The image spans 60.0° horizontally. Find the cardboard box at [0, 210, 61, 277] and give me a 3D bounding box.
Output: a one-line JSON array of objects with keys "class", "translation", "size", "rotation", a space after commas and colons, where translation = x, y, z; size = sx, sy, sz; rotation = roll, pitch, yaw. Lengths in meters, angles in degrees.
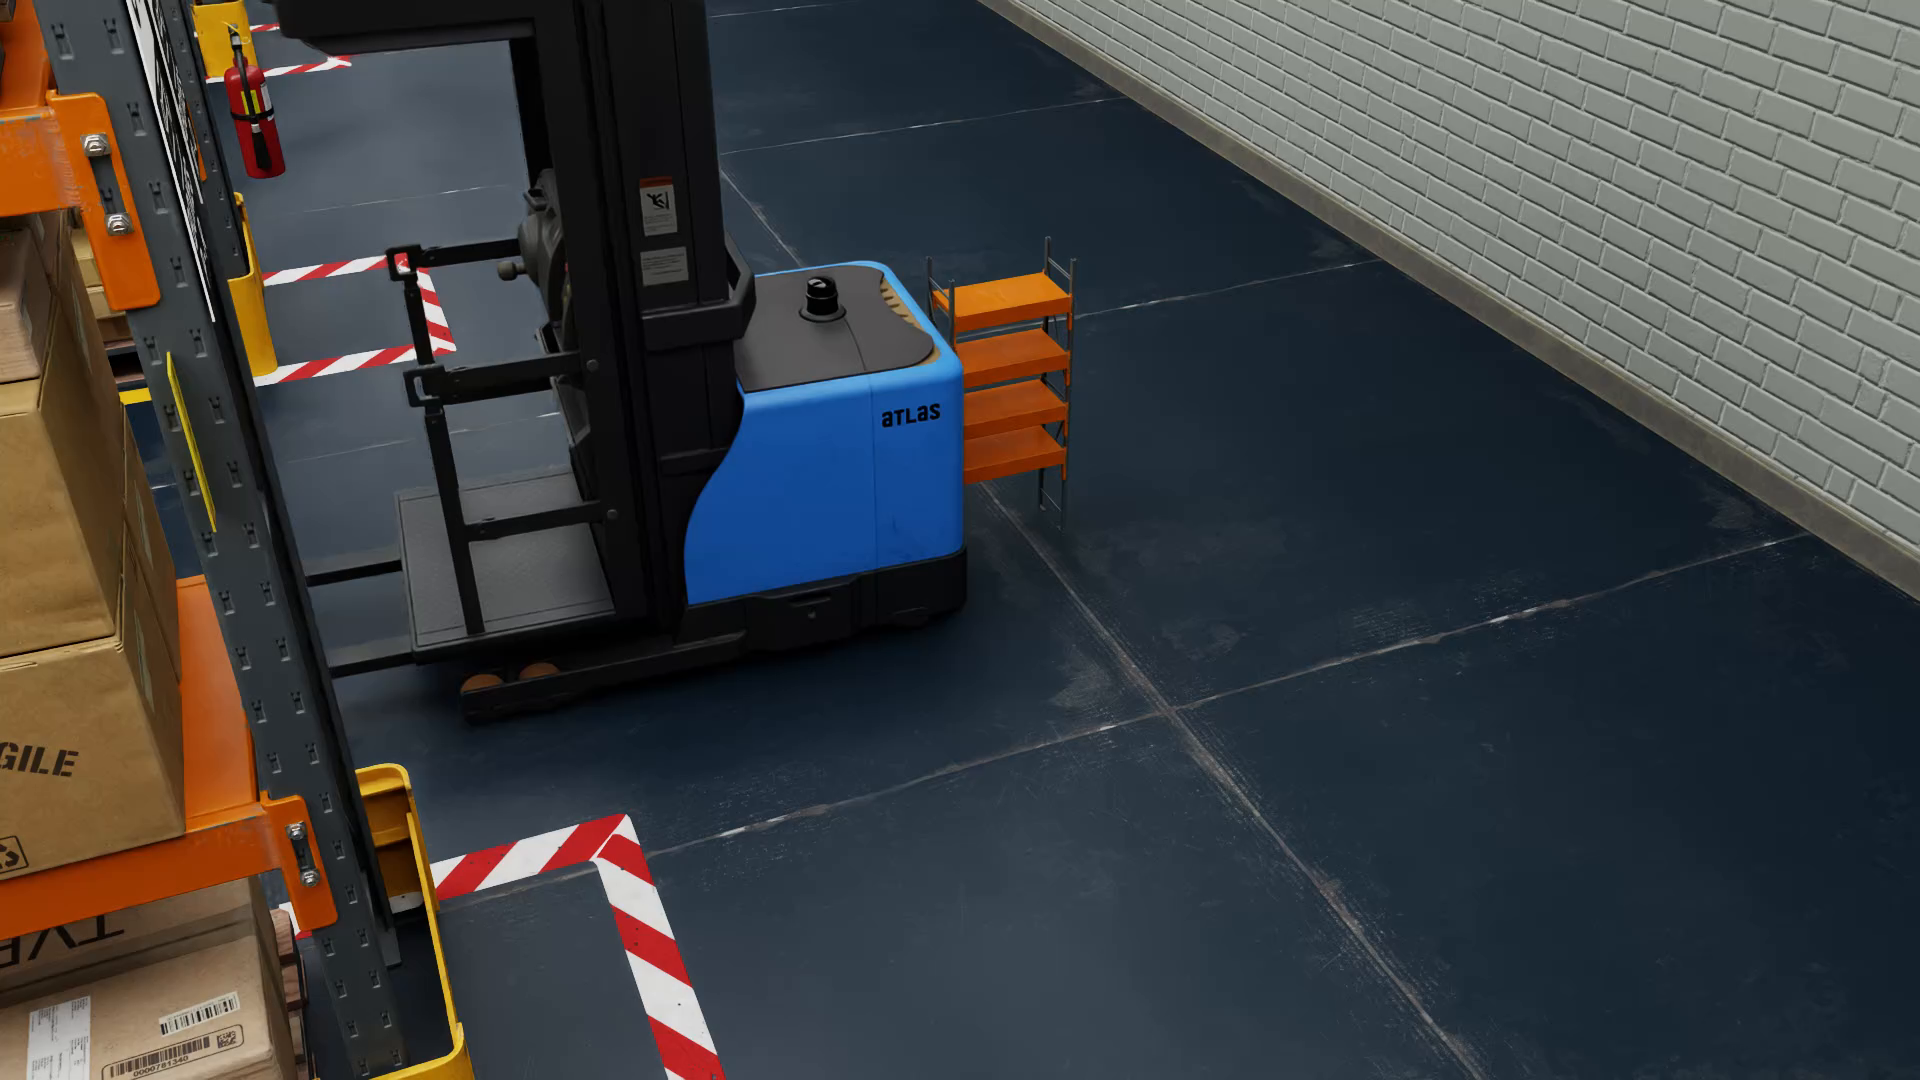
[{"class": "cardboard box", "translation": [-2.011, -0.662, 3.414], "size": [0.250, 0.149, 0.380], "rotation": [-12, 35, -18]}]

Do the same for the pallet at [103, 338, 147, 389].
[{"class": "pallet", "translation": [-4.419, -0.994, 8.084], "size": [1.213, 0.211, 1.003], "rotation": [-13, 35, -19]}]

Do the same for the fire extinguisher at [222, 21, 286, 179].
[{"class": "fire extinguisher", "translation": [-3.175, -1.965, 7.432], "size": [0.183, 0.674, 0.296], "rotation": [-13, 35, -19]}]

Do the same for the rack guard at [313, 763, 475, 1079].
[{"class": "rack guard", "translation": [-1.554, 1.178, 4.481], "size": [0.348, 0.500, 1.175], "rotation": [-13, 35, -19]}]

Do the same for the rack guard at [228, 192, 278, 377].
[{"class": "rack guard", "translation": [-3.656, -1.269, 8.241], "size": [0.348, 0.500, 1.175], "rotation": [-13, 35, -19]}]

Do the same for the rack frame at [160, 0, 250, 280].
[{"class": "rack frame", "translation": [-3.586, -2.333, 7.584], "size": [0.127, 3.000, 1.000], "rotation": [-13, 35, -19]}]

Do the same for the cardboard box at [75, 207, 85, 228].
[{"class": "cardboard box", "translation": [-4.201, -1.623, 8.178], "size": [0.250, 0.149, 0.380], "rotation": [-15, 36, -21]}]

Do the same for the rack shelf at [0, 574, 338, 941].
[{"class": "rack shelf", "translation": [-3.421, 0.859, 3.339], "size": [4.000, 0.370, 1.077], "rotation": [-13, 35, -19]}]

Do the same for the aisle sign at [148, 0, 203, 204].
[{"class": "aisle sign", "translation": [-1.623, -1.115, 3.330], "size": [0.004, 0.787, 0.394], "rotation": [-13, 35, -19]}]

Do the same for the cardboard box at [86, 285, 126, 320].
[{"class": "cardboard box", "translation": [-3.962, -1.183, 7.774], "size": [0.250, 0.149, 0.380], "rotation": [-14, 36, -20]}]

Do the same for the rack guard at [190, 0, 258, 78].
[{"class": "rack guard", "translation": [-5.391, -3.805, 12.140], "size": [0.348, 0.500, 1.175], "rotation": [-13, 35, -19]}]

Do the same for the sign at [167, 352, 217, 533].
[{"class": "sign", "translation": [-1.379, -0.173, 2.987], "size": [0.005, 0.325, 0.100], "rotation": [-13, 35, -19]}]

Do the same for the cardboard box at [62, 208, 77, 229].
[{"class": "cardboard box", "translation": [-4.408, -1.504, 7.995], "size": [0.250, 0.149, 0.380], "rotation": [-12, 35, -18]}]

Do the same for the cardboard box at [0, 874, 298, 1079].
[{"class": "cardboard box", "translation": [-2.146, 1.223, 4.084], "size": [0.875, 0.438, 0.875], "rotation": [-14, 36, -21]}]

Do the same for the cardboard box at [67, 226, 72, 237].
[{"class": "cardboard box", "translation": [-4.230, -1.300, 7.680], "size": [0.250, 0.149, 0.380], "rotation": [-12, 35, -18]}]

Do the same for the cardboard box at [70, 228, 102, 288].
[{"class": "cardboard box", "translation": [-3.976, -1.324, 7.718], "size": [0.250, 0.149, 0.380], "rotation": [-12, 35, -18]}]

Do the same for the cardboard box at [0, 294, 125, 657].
[{"class": "cardboard box", "translation": [-1.929, -0.104, 3.151], "size": [0.500, 0.500, 0.500], "rotation": [-12, 35, -17]}]

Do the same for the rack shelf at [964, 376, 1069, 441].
[{"class": "rack shelf", "translation": [0.153, -0.481, 6.513], "size": [0.480, 0.148, 0.258], "rotation": [-13, 35, -19]}]

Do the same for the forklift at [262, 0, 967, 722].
[{"class": "forklift", "translation": [-1.547, -0.920, 5.477], "size": [3.031, 2.935, 1.130], "rotation": [-11, 35, -16]}]

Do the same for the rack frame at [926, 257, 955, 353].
[{"class": "rack frame", "translation": [-0.072, -0.486, 6.397], "size": [0.015, 1.200, 0.240], "rotation": [-13, 35, -19]}]

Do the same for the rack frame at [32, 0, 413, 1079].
[{"class": "rack frame", "translation": [-1.577, 0.135, 3.792], "size": [0.127, 3.000, 1.000], "rotation": [-13, 35, -19]}]

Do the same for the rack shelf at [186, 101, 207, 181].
[{"class": "rack shelf", "translation": [-5.430, -1.609, 7.132], "size": [4.000, 0.370, 1.077], "rotation": [-13, 35, -19]}]

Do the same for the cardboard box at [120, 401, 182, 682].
[{"class": "cardboard box", "translation": [-2.130, 0.050, 3.831], "size": [0.500, 0.500, 0.500], "rotation": [-13, 35, -19]}]

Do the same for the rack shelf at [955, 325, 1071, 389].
[{"class": "rack shelf", "translation": [0.153, -0.669, 6.391], "size": [0.480, 0.148, 0.258], "rotation": [-13, 35, -19]}]

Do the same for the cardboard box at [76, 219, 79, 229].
[{"class": "cardboard box", "translation": [-4.443, -1.427, 8.149], "size": [0.250, 0.149, 0.380], "rotation": [-13, 35, -19]}]

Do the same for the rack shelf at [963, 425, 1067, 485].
[{"class": "rack shelf", "translation": [0.153, -0.315, 6.621], "size": [0.480, 0.148, 0.258], "rotation": [-13, 35, -19]}]

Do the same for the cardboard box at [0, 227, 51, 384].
[{"class": "cardboard box", "translation": [-1.830, -0.421, 3.044], "size": [0.250, 0.149, 0.380], "rotation": [-12, 35, -18]}]

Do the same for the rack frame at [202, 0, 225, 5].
[{"class": "rack frame", "translation": [-5.413, -4.848, 11.450], "size": [0.127, 3.000, 1.000], "rotation": [-13, 35, -19]}]

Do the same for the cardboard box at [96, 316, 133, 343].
[{"class": "cardboard box", "translation": [-3.991, -1.098, 7.915], "size": [0.250, 0.149, 0.380], "rotation": [-12, 35, -18]}]

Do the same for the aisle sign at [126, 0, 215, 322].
[{"class": "aisle sign", "translation": [-1.390, -0.814, 2.866], "size": [0.004, 0.787, 0.394], "rotation": [-13, 35, -19]}]

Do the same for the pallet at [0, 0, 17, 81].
[{"class": "pallet", "translation": [-2.257, -0.923, 2.749], "size": [1.213, 0.211, 1.003], "rotation": [-13, 35, -19]}]

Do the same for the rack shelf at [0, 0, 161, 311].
[{"class": "rack shelf", "translation": [-3.421, -0.398, 2.521], "size": [4.000, 0.370, 1.077], "rotation": [-13, 35, -19]}]

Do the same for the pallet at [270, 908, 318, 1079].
[{"class": "pallet", "translation": [-2.284, 1.512, 4.232], "size": [1.213, 0.211, 1.003], "rotation": [-13, 35, -19]}]

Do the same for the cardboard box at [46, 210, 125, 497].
[{"class": "cardboard box", "translation": [-2.129, -0.368, 3.556], "size": [0.500, 0.500, 0.500], "rotation": [-14, 35, -20]}]

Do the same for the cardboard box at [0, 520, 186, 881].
[{"class": "cardboard box", "translation": [-1.919, 0.328, 3.403], "size": [0.500, 0.500, 0.500], "rotation": [-13, 35, -19]}]

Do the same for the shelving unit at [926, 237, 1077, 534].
[{"class": "shelving unit", "translation": [0.153, -0.538, 6.476], "size": [0.503, 1.200, 0.258], "rotation": [-13, 35, -19]}]

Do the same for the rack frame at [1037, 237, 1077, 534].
[{"class": "rack frame", "translation": [0.378, -0.589, 6.556], "size": [0.015, 1.200, 0.240], "rotation": [-13, 35, -19]}]

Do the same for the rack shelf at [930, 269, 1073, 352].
[{"class": "rack shelf", "translation": [0.153, -0.867, 6.262], "size": [0.480, 0.148, 0.258], "rotation": [-13, 35, -19]}]

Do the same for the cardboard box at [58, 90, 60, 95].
[{"class": "cardboard box", "translation": [-4.021, -1.983, 7.277], "size": [0.250, 0.149, 0.380], "rotation": [-13, 35, -19]}]
